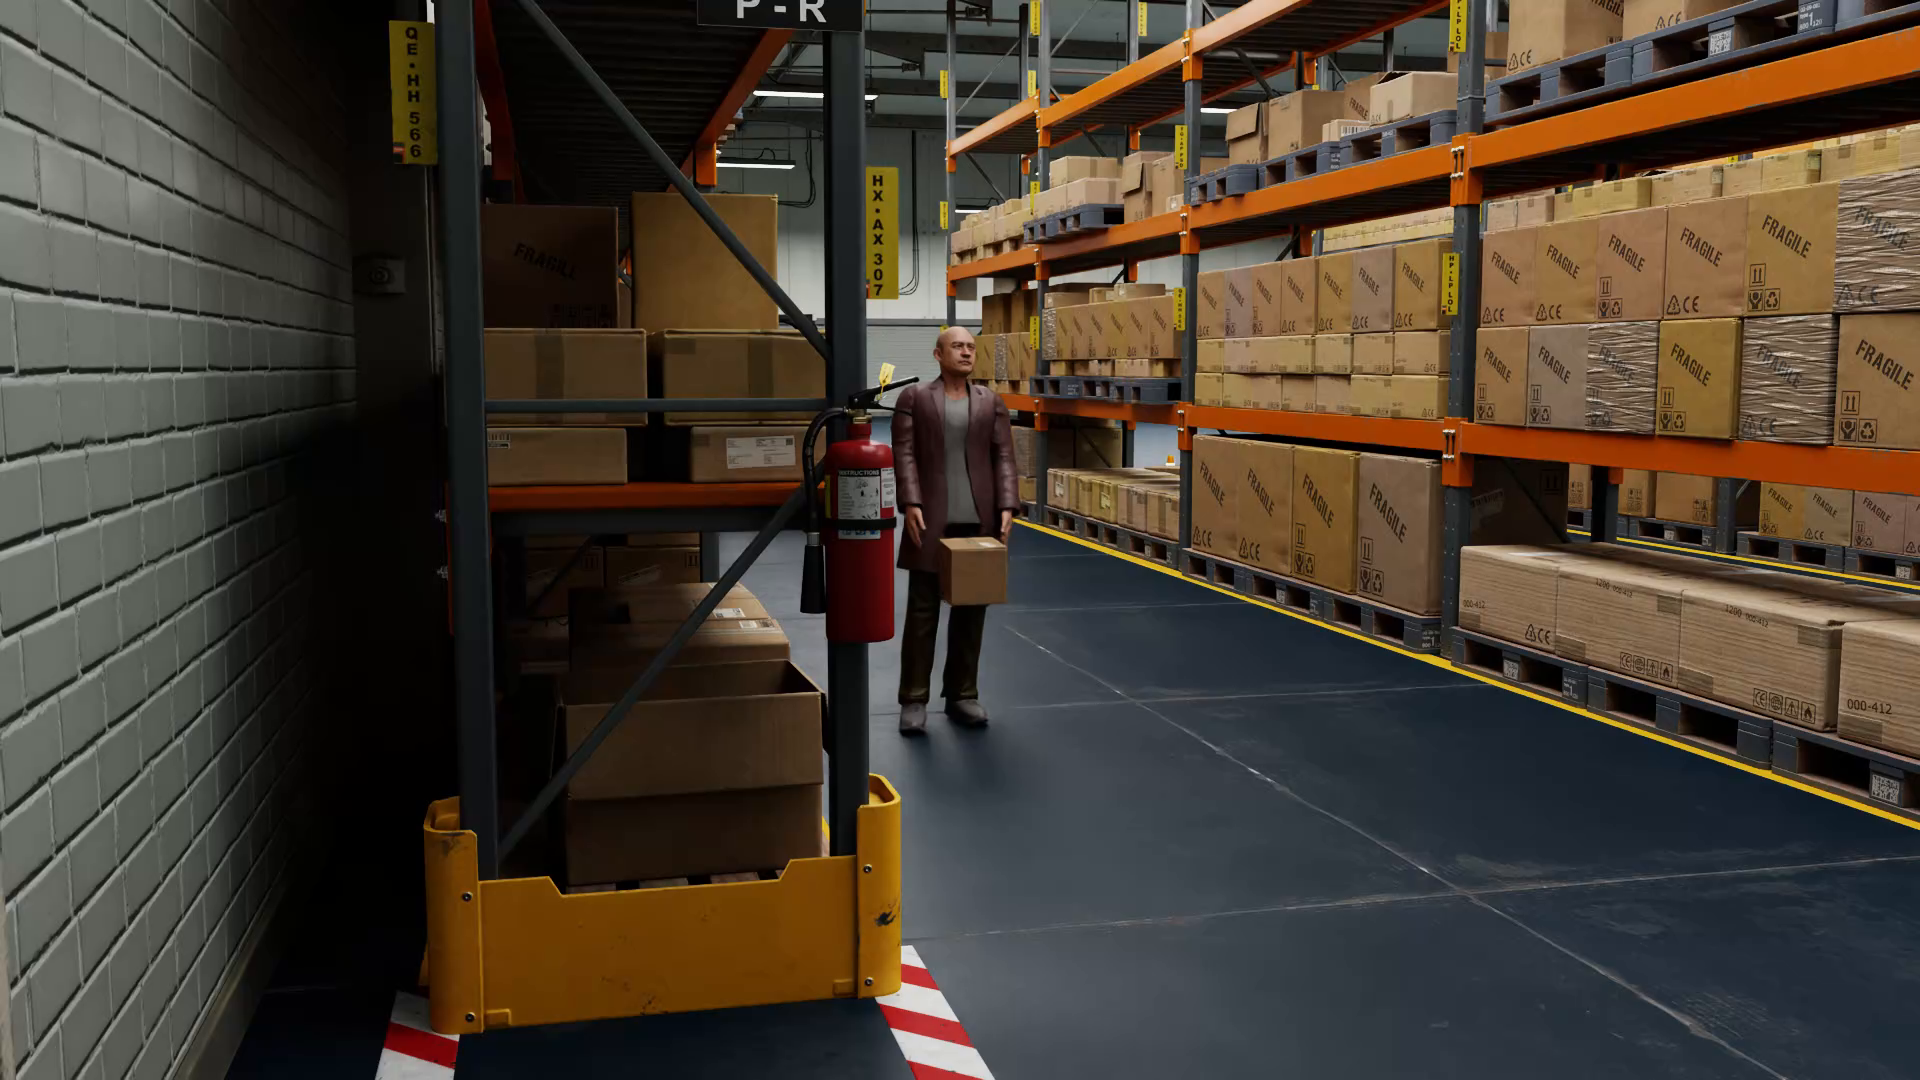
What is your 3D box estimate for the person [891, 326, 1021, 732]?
[{"bbox_3d":[-0.011,-0.066,7.449,0.607,1.776,0.575,-1,6,-13],"label":"person"}]
